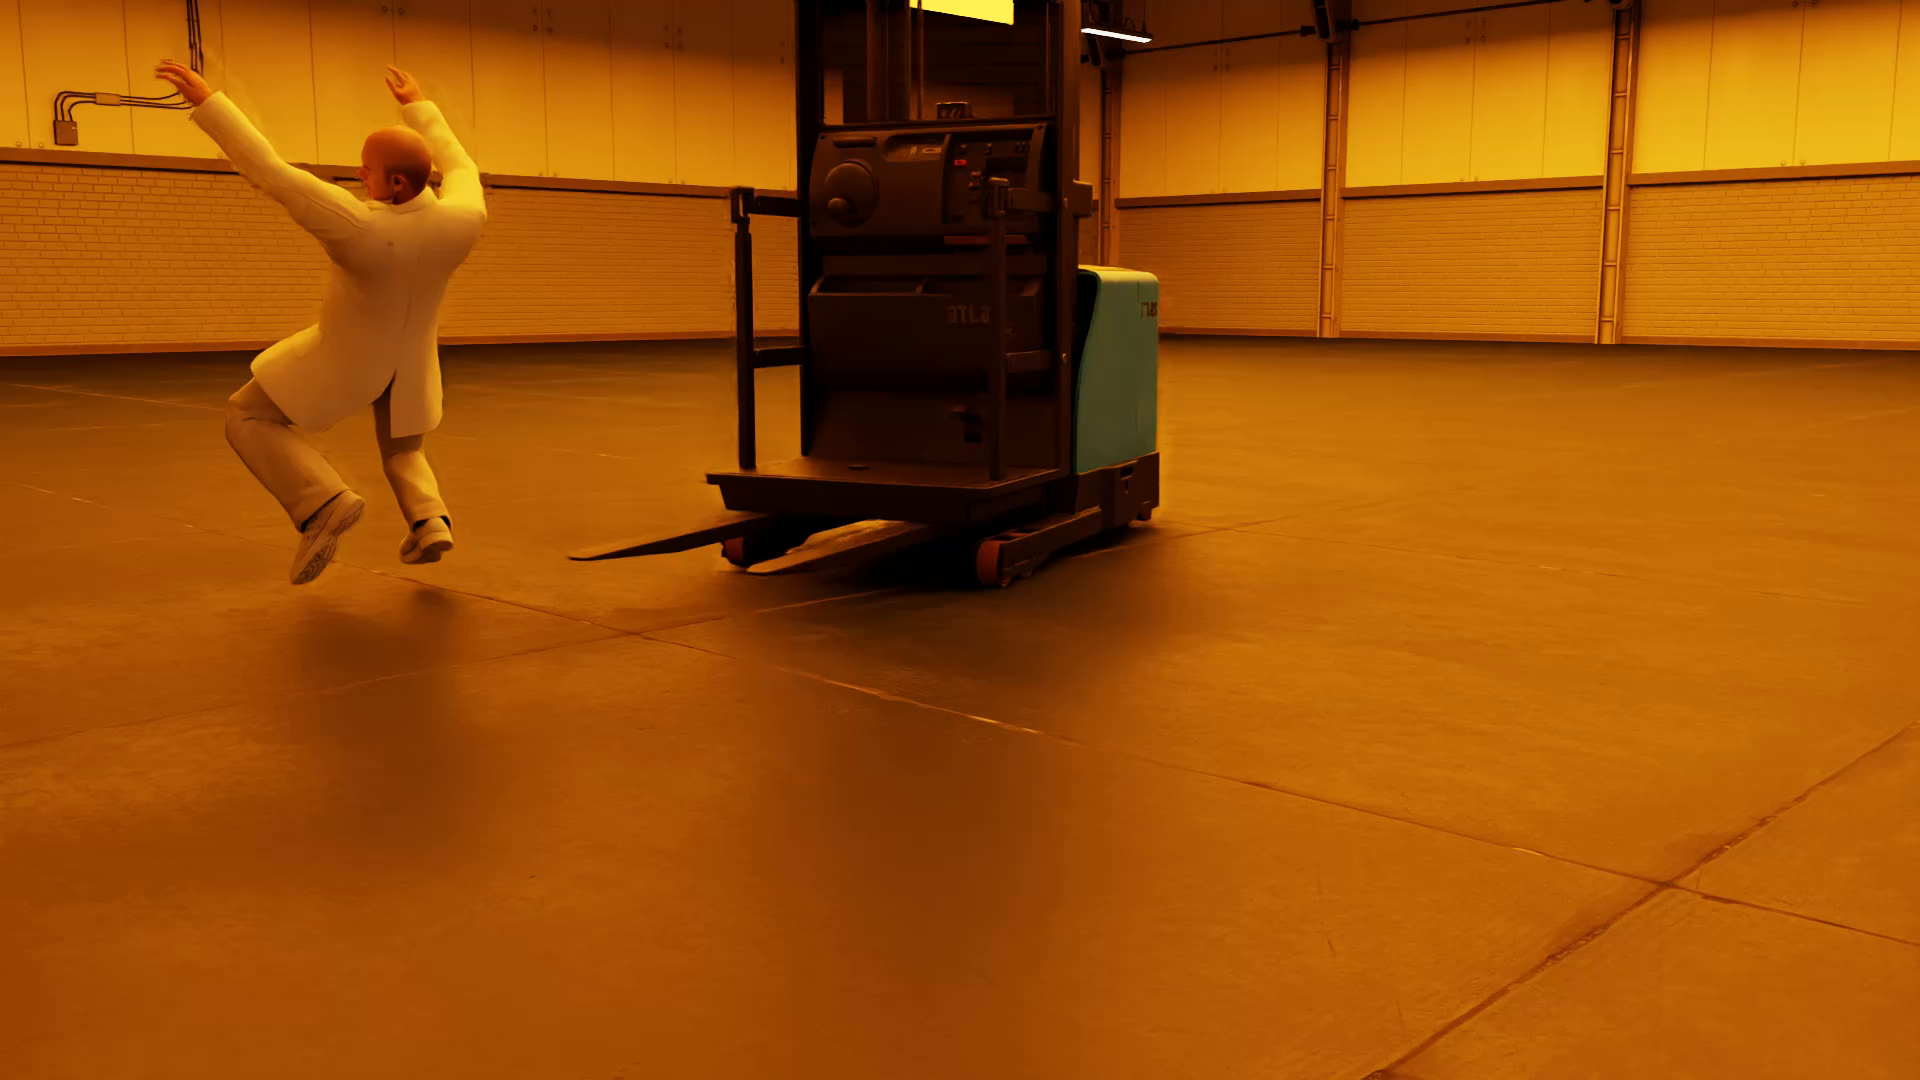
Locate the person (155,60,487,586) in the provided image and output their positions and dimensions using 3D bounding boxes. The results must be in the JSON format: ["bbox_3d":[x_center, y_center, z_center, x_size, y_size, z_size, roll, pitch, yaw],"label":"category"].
[{"bbox_3d":[-2.039,-0.711,5.422,0.794,1.731,1.087,8,11,41],"label":"person"}]

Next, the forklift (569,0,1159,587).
[{"bbox_3d":[-0.214,-1.361,5.913,1.130,2.935,3.031,4,9,24],"label":"forklift"}]
